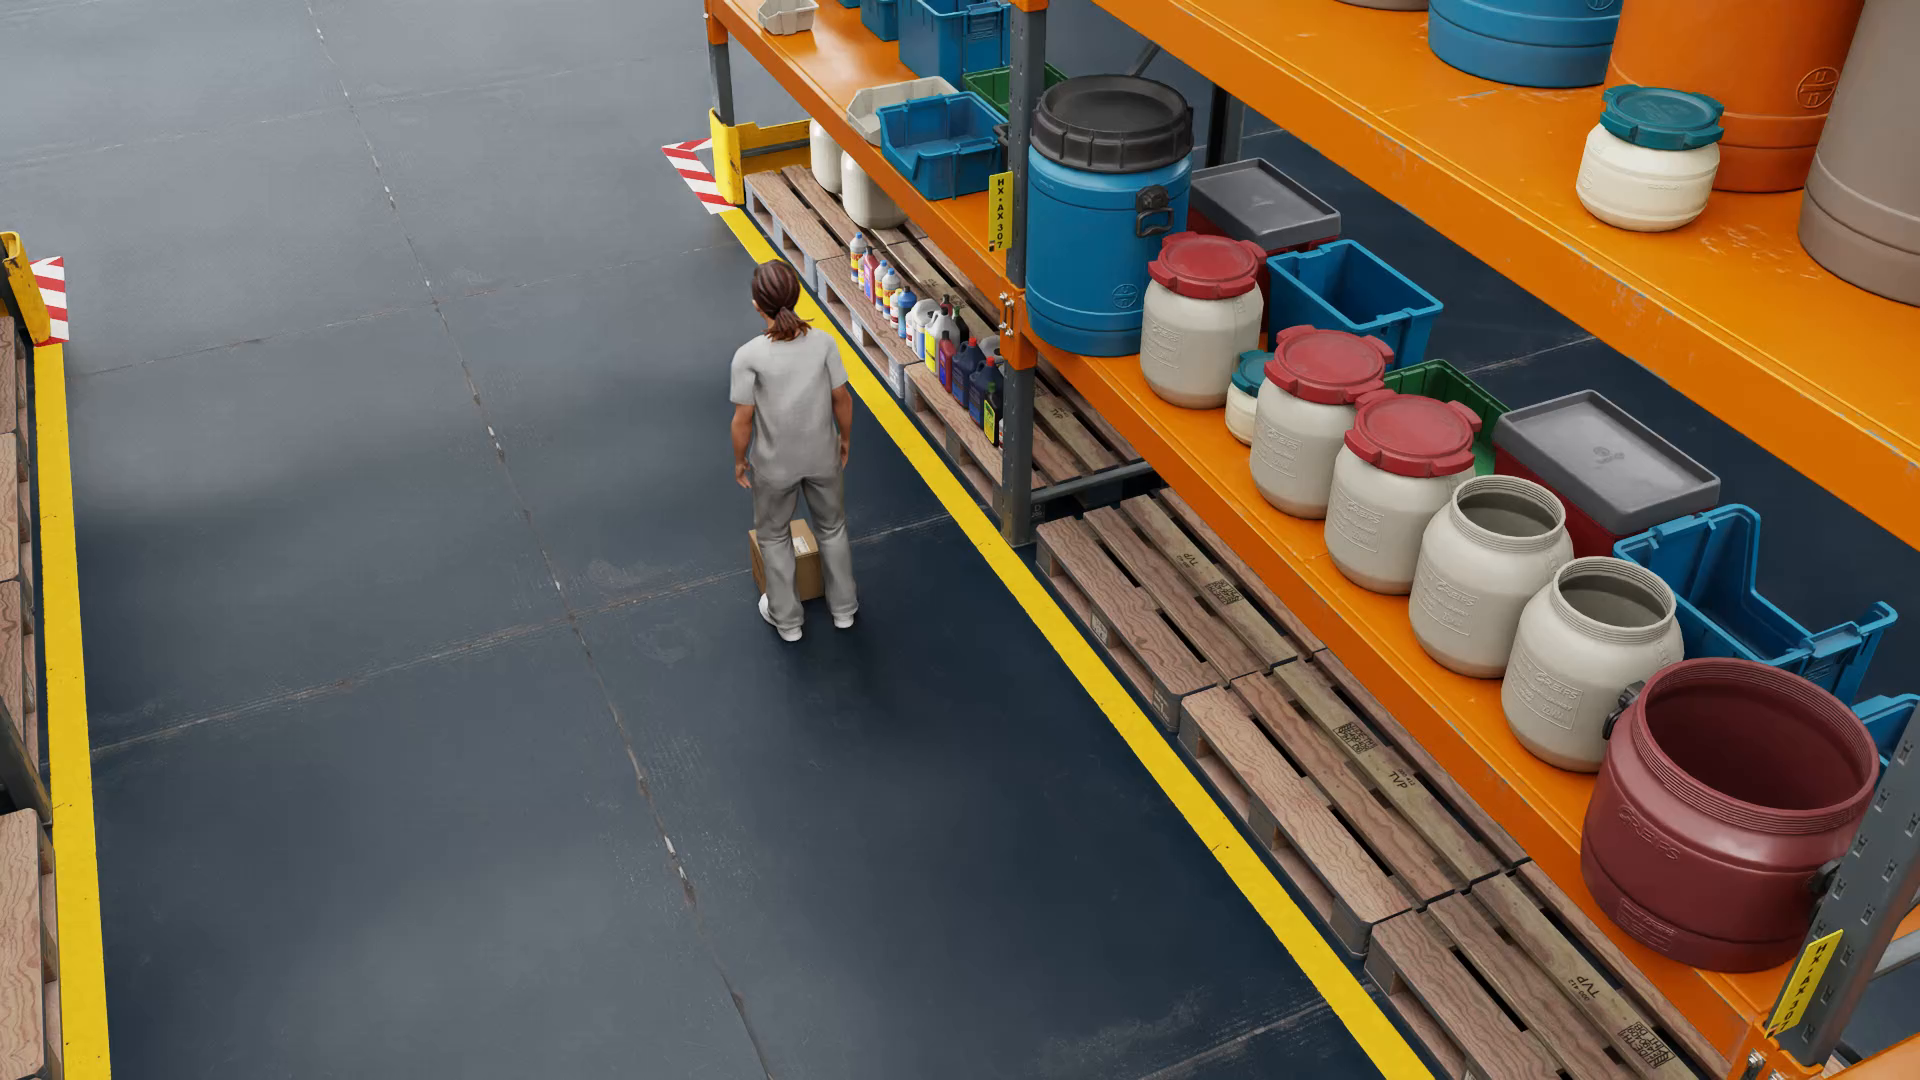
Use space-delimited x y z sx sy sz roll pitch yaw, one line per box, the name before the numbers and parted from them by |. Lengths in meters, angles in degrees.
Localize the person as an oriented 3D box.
person | -0.655 -0.326 6.577 0.487 1.673 0.356 -12 39 -16
